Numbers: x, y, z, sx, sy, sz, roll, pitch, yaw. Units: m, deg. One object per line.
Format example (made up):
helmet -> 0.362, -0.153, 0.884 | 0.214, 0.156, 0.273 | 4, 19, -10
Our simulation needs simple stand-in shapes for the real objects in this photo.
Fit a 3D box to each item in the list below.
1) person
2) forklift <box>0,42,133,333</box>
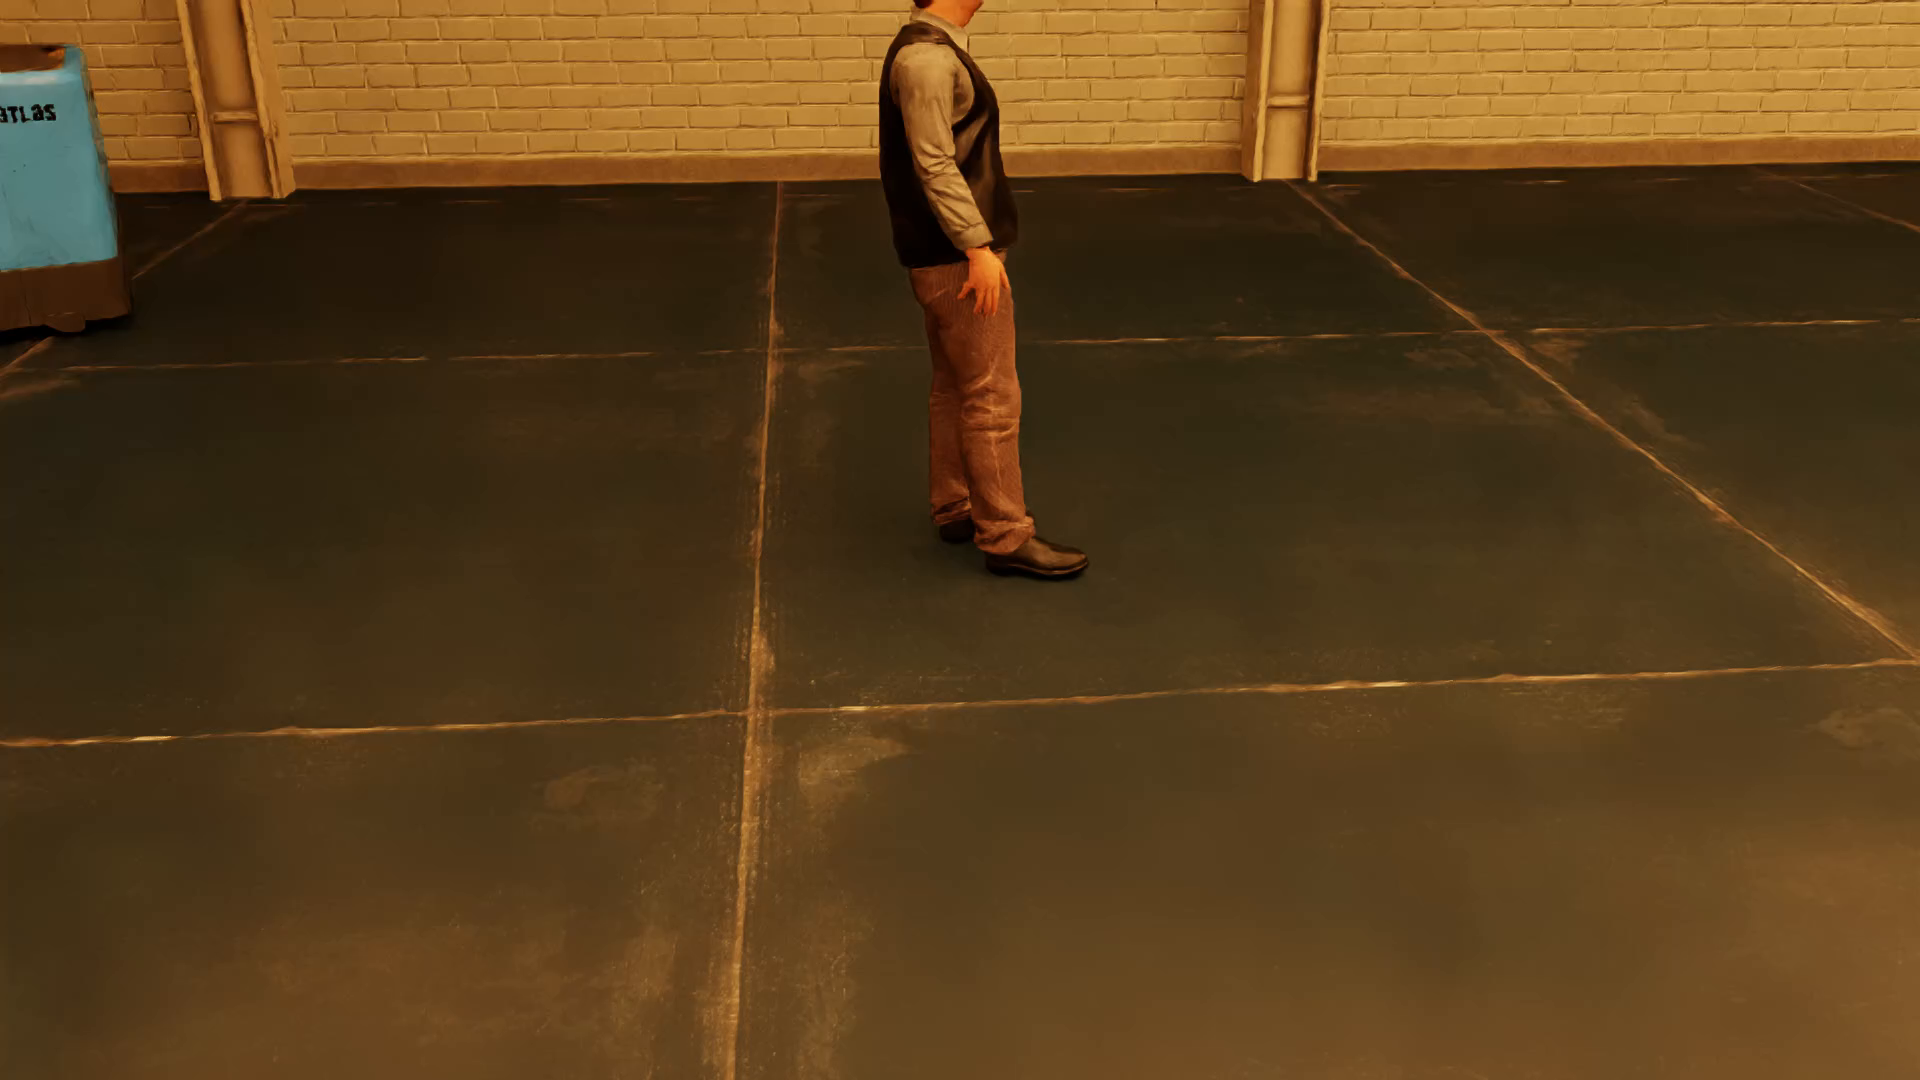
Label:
person -> 0.063, -0.794, 4.652 | 0.567, 1.720, 0.632 | -2, 24, -5
forklift -> -5.063, -2.151, 6.267 | 3.031, 2.935, 1.130 | -11, 26, -23
